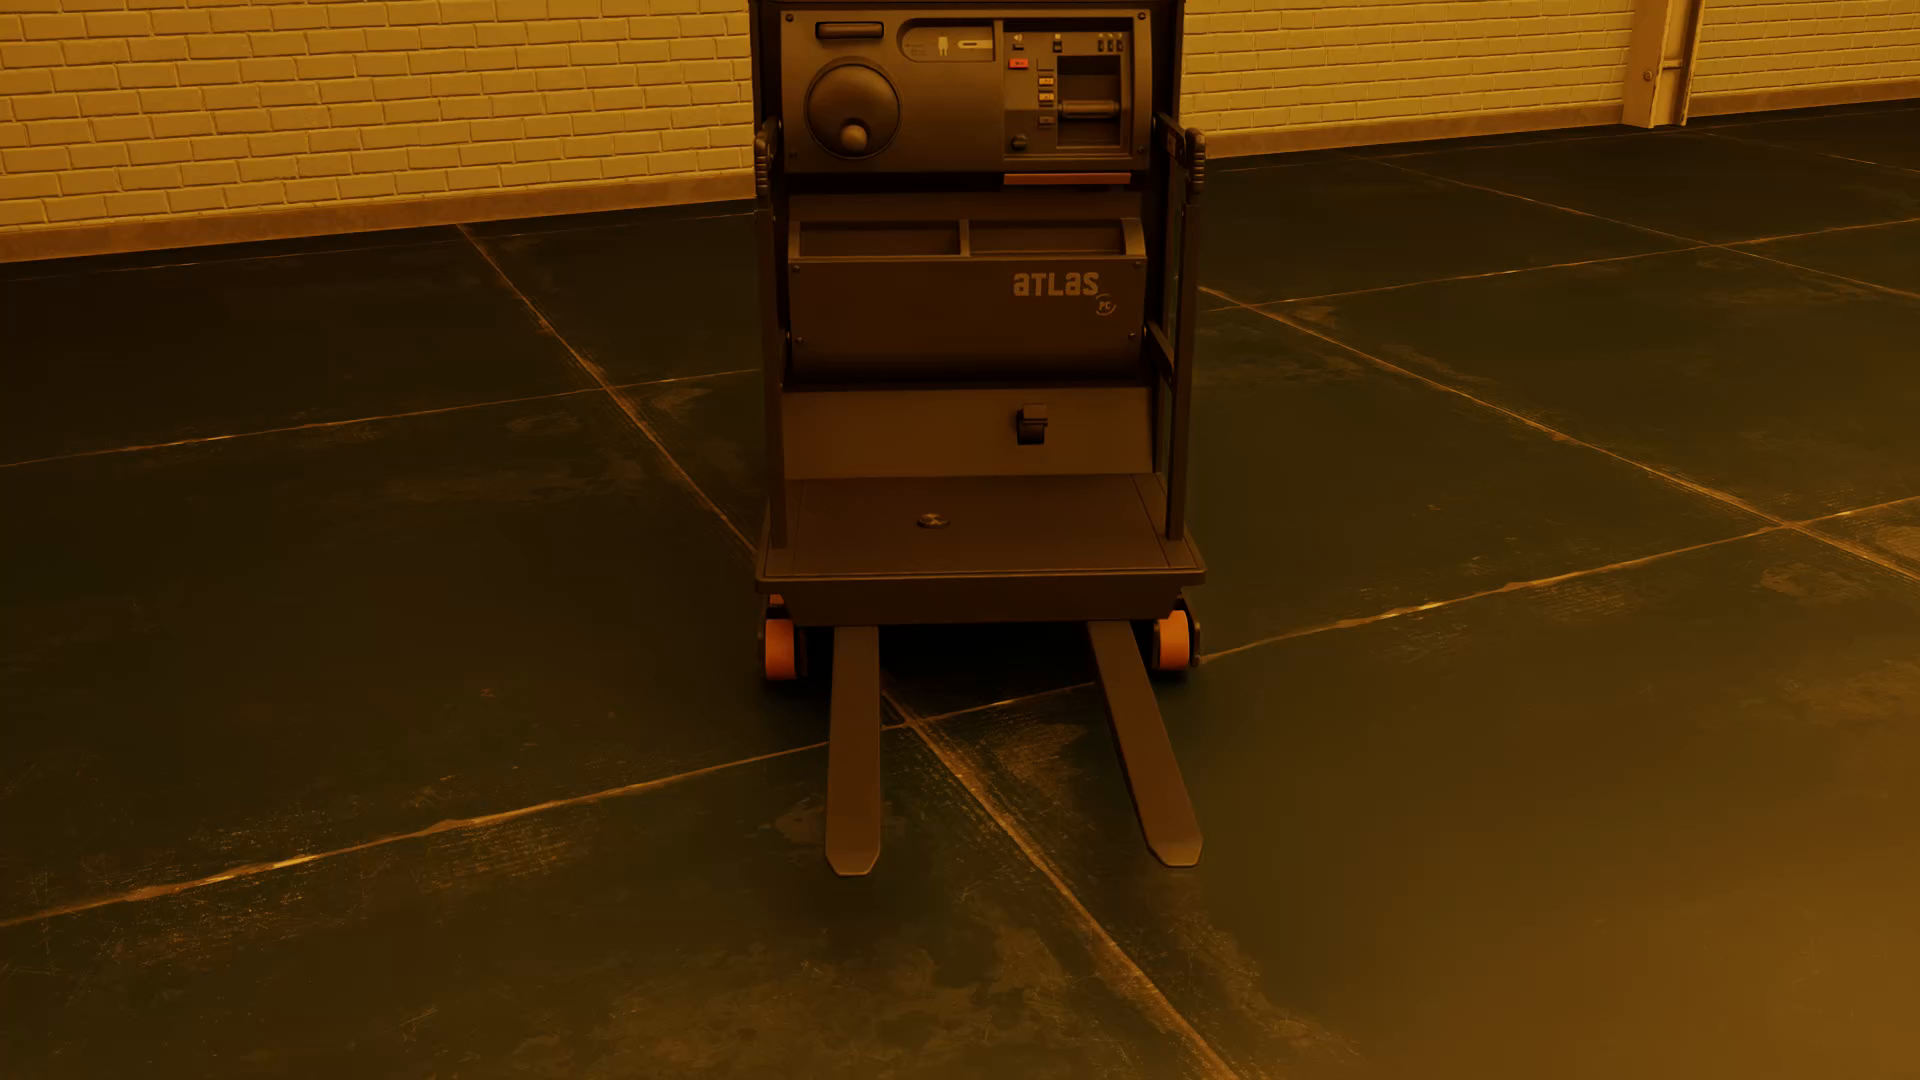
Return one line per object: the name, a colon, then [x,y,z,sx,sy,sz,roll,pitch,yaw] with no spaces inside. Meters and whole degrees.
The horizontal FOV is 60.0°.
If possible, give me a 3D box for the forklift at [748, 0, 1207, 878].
forklift: [0.030,-1.120,3.982,1.130,2.935,3.031,-1,23,-3]
